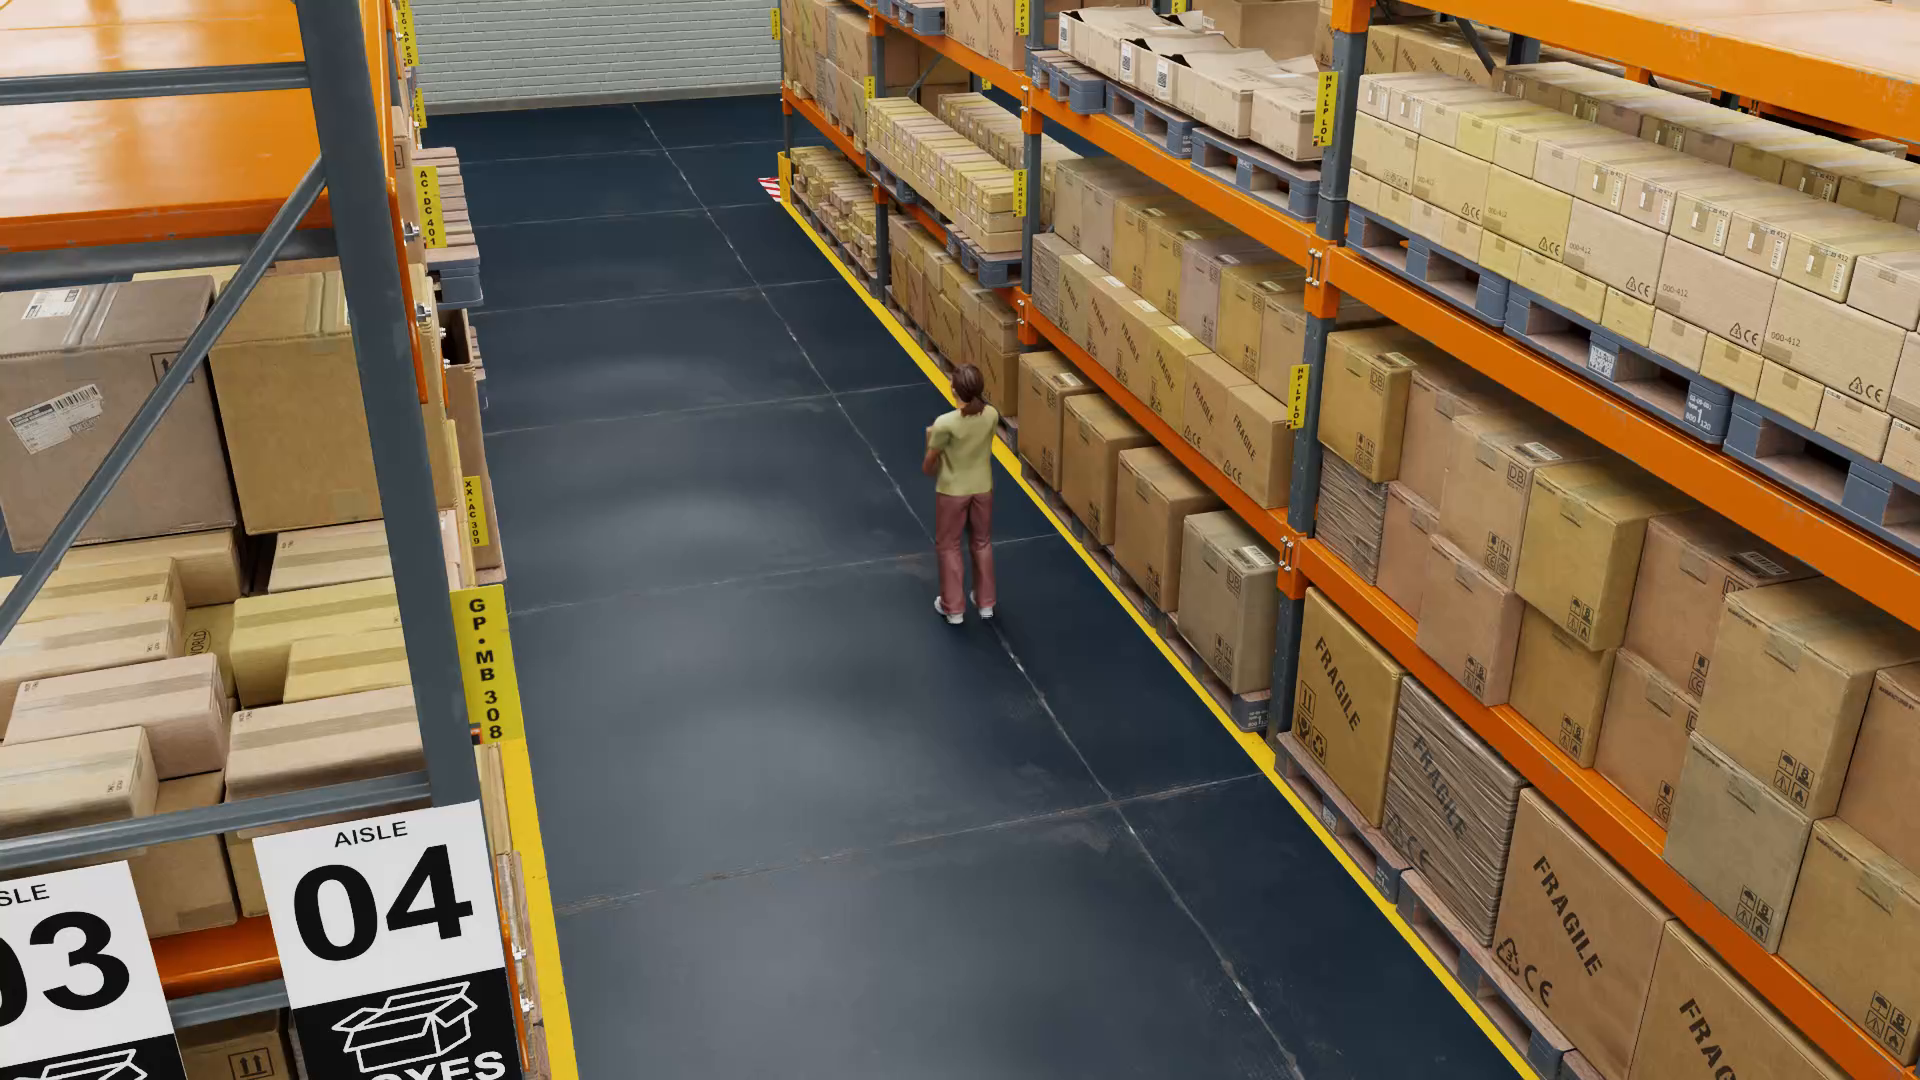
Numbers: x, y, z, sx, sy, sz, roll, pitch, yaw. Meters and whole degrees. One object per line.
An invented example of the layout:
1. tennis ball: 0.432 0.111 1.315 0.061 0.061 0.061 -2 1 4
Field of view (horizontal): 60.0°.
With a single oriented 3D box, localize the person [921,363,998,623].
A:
1. person: -0.010 -0.308 9.974 0.441 1.673 0.543 -12 29 -23
